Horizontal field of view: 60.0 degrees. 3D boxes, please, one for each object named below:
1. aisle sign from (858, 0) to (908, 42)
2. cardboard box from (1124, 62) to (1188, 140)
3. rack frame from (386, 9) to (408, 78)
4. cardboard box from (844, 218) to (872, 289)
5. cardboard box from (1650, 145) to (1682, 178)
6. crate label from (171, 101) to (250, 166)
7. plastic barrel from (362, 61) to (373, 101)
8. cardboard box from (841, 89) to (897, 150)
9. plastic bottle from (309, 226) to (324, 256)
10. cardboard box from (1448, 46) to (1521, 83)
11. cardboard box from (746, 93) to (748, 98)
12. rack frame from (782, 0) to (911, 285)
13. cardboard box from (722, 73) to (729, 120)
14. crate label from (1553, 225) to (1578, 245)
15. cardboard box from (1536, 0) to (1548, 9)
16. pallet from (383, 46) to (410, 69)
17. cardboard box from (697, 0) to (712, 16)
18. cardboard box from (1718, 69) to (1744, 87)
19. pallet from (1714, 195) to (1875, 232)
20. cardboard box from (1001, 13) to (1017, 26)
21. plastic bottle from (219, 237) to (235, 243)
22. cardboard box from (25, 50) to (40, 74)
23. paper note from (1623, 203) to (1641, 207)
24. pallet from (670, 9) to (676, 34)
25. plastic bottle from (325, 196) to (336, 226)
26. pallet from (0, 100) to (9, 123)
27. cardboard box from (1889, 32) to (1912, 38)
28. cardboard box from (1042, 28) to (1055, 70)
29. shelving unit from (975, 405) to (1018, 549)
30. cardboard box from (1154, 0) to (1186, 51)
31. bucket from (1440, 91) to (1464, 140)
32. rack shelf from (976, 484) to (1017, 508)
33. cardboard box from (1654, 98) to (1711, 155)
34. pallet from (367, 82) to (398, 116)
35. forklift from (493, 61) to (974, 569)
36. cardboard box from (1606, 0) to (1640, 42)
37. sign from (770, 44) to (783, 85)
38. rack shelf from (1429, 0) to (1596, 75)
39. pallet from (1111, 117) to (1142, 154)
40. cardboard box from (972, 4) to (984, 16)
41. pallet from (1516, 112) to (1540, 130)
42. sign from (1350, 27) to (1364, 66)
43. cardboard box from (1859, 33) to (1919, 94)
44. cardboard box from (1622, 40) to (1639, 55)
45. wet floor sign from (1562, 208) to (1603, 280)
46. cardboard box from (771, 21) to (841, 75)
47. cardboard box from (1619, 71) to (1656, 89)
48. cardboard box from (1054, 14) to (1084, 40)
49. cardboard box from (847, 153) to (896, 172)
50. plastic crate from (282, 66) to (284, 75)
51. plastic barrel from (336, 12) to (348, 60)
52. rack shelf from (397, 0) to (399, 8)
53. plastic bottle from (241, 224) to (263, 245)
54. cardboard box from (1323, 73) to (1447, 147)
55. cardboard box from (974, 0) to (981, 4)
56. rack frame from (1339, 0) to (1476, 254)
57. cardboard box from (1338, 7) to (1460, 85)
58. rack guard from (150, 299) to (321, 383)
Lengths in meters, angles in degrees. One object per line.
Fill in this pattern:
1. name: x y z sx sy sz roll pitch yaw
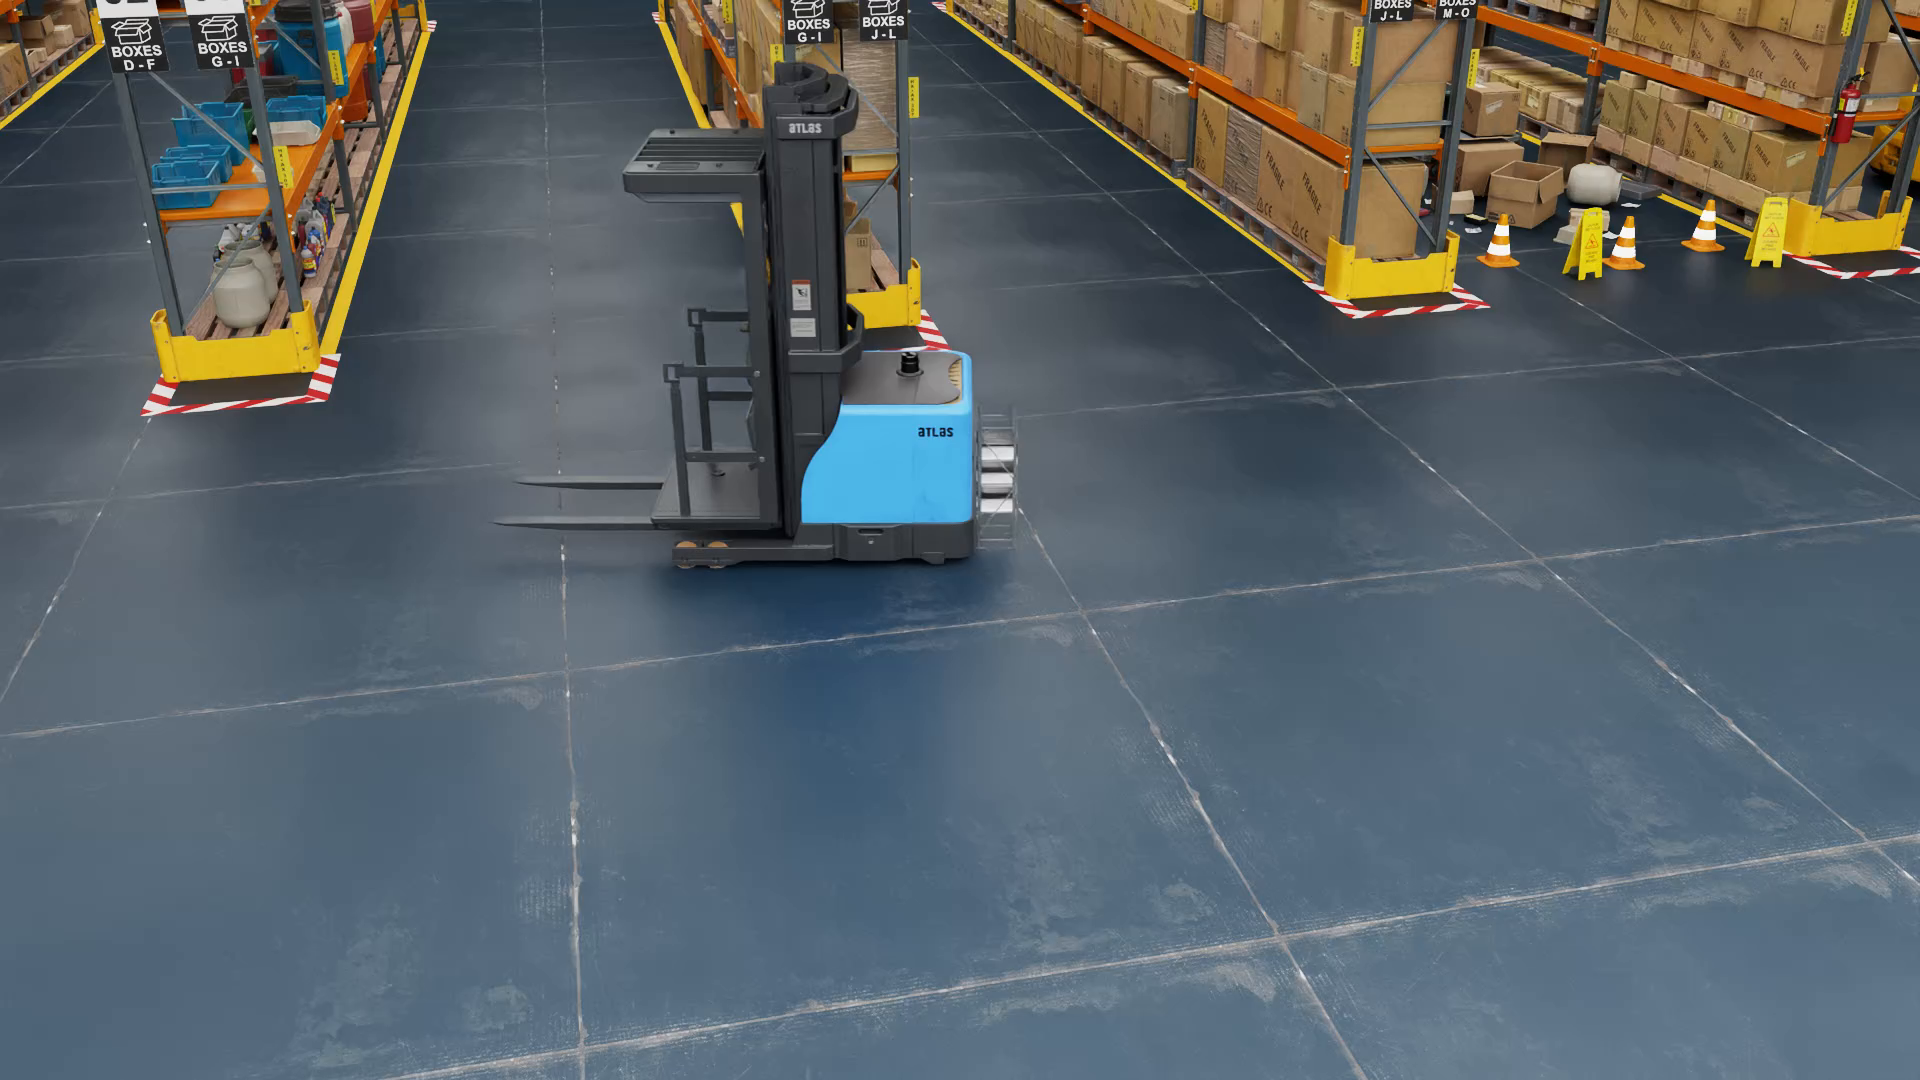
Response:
1. aisle sign: -0.612 -4.357 13.169 0.394 0.787 0.004 -6 27 -12
2. cardboard box: 2.595 -5.279 19.911 1.050 0.750 0.750 -6 27 -12
3. rack frame: -8.448 -7.959 23.189 1.000 3.000 0.127 -6 27 -12
4. cardboard box: -1.042 -2.541 14.764 0.500 0.500 0.500 -1 27 -2
5. cardboard box: 7.959 -4.164 18.256 0.500 0.250 0.500 -6 27 -12
6. crate label: -6.422 -3.487 14.290 0.502 0.435 0.616 -6 27 -12
7. plastic barrel: -7.928 -6.022 21.563 0.600 0.588 0.708 -6 27 -12
8. cardboard box: -1.015 -3.615 14.143 0.875 0.500 0.500 -6 27 -12
9. plastic bottle: -5.994 -2.780 15.469 0.097 0.271 0.097 0 27 0
10. cardboard box: 7.052 -6.477 22.704 0.950 0.372 0.625 -8 28 -15
11. cardboard box: -1.937 -4.495 16.605 0.380 0.149 0.250 -6 27 -12
12. rack frame: -0.918 -3.194 13.748 1.000 3.000 0.127 -6 27 -12
13. cardboard box: -2.550 -5.494 20.592 0.700 0.500 0.500 -7 28 -14
14. crate label: 6.141 -3.057 16.654 0.250 0.136 0.298 -23 35 -38
15. cardboard box: 7.255 -6.568 20.246 0.380 0.149 0.250 -6 27 -11
16. pallet: -8.651 -7.033 24.449 1.003 0.211 1.213 -6 27 -12
17. cardboard box: -3.073 -6.942 21.063 0.500 0.500 0.500 -5 27 -10
18. cardboard box: 8.088 -4.785 17.179 0.380 0.149 0.250 -6 27 -12
19. pallet: 8.571 -3.349 17.150 1.003 0.211 1.213 -6 27 -12
20. cardboard box: 0.852 -8.075 25.786 0.380 0.149 0.250 -5 27 -11
21. plastic bottle: -6.646 -2.607 15.121 0.152 0.276 0.135 -7 28 -13
22. cardboard box: -13.158 -6.660 23.111 0.500 0.311 0.500 -6 27 -12
23. paper note: 7.201 -3.598 17.845 0.142 0.019 0.148 -16 31 -29
24. pallet: -4.267 -8.630 27.613 1.003 0.211 1.213 -6 27 -12
25. plastic bottle: -6.215 -3.253 16.392 0.061 0.283 0.133 -5 27 -9
26. pallet: -12.776 -5.323 21.061 1.003 0.211 1.213 -6 27 -12
27. cardboard box: 12.203 -6.488 22.445 0.875 0.625 0.625 -7 28 -14
28. cardboard box: 1.483 -6.958 23.514 0.500 0.500 0.500 -7 28 -14
29. shelving unit: 0.231 -0.395 10.533 0.258 0.900 0.210 -1 27 -1
30. cardboard box: 2.544 -5.877 18.954 0.500 0.500 0.500 -6 27 -12
31. bucket: 5.313 -4.801 18.878 0.726 0.611 0.620 3 17 6
32. rack shelf: 0.231 -0.284 10.589 0.258 0.077 0.200 -1 27 -1
33. cardboard box: 7.953 -4.503 18.095 0.500 0.500 0.500 -5 27 -9
34. pallet: -8.036 -5.834 22.075 1.003 0.211 1.213 -6 27 -12
35. forklift: -1.428 -1.367 10.206 3.031 2.935 1.130 0 27 0
36. cardboard box: 7.663 -5.912 18.693 0.500 0.500 0.500 -6 27 -12
37. sign: -1.463 -3.804 13.322 0.100 0.325 0.005 -6 27 -12
38. rack shelf: 7.385 -6.513 21.123 1.077 0.370 4.000 -6 27 -12
39. pallet: 2.510 -5.032 20.485 1.003 0.211 1.213 -6 27 -12
40. cardboard box: 0.412 -8.770 27.495 0.380 0.149 0.250 -7 28 -14
41. pallet: 7.380 -5.589 21.590 1.003 0.211 1.213 -6 27 -12
42. sign: 3.405 -4.227 14.247 0.100 0.325 0.005 -6 27 -12
43. cardboard box: 8.901 -4.614 16.120 0.500 0.500 0.500 -6 27 -12
44. cardboard box: 7.702 -5.567 18.730 0.380 0.149 0.250 -5 27 -10
45. wet floor sign: 5.873 -2.790 15.562 0.267 0.644 0.232 -11 29 -20
46. cardboard box: -1.283 -4.034 13.862 0.500 0.500 0.500 -6 27 -12
47. cardboard box: 7.675 -5.193 18.743 0.380 0.149 0.250 -6 27 -11
48. cardboard box: 1.600 -7.066 22.895 0.500 0.250 0.500 -6 27 -11
49. cardboard box: -0.750 -3.231 14.101 0.380 0.149 0.250 -6 27 -12
50. plastic crate: -7.312 -5.088 17.737 0.450 0.188 0.662 -6 27 -12
51. plastic barrel: -6.910 -5.462 18.091 0.433 0.535 0.433 0 27 0
52. rack shelf: -8.899 -8.516 25.091 1.077 0.370 4.000 -6 27 -12
53. plastic bottle: -6.590 -2.787 15.478 0.152 0.276 0.135 -6 27 -12
54. cardboard box: 3.809 -3.878 14.938 0.875 0.550 0.550 -6 27 -12
55. cardboard box: 0.452 -9.014 27.647 0.380 0.149 0.250 -7 28 -14
56. rack frame: 3.937 -3.653 14.658 1.000 3.000 0.127 -6 27 -12
57. cardboard box: 3.891 -4.369 14.712 0.875 0.550 0.550 -6 27 -12
58. rack guard: -5.806 -1.603 13.372 1.175 0.500 0.348 -6 27 -12
